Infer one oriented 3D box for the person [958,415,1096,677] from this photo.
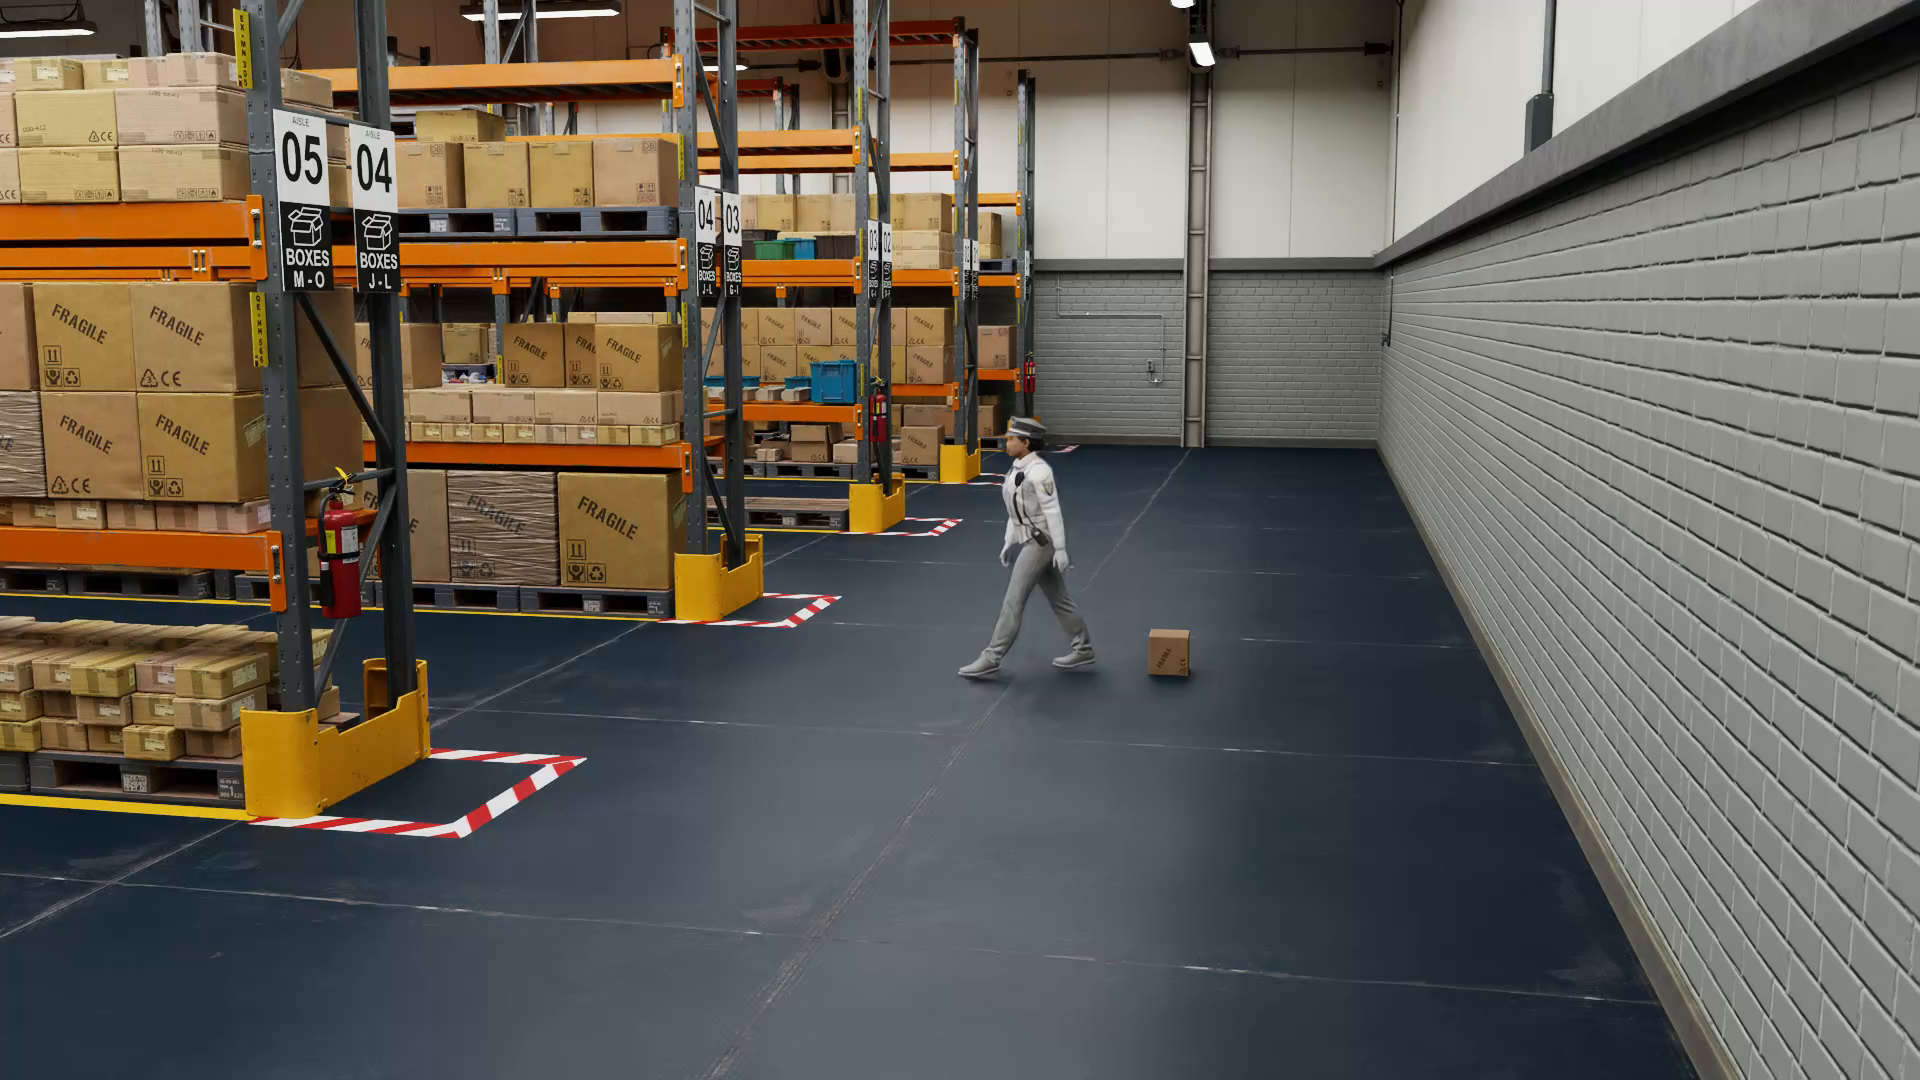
[{"bbox_3d":[0.421,0.020,10.549,0.924,1.625,0.514,-1,8,-9],"label":"person"}]
